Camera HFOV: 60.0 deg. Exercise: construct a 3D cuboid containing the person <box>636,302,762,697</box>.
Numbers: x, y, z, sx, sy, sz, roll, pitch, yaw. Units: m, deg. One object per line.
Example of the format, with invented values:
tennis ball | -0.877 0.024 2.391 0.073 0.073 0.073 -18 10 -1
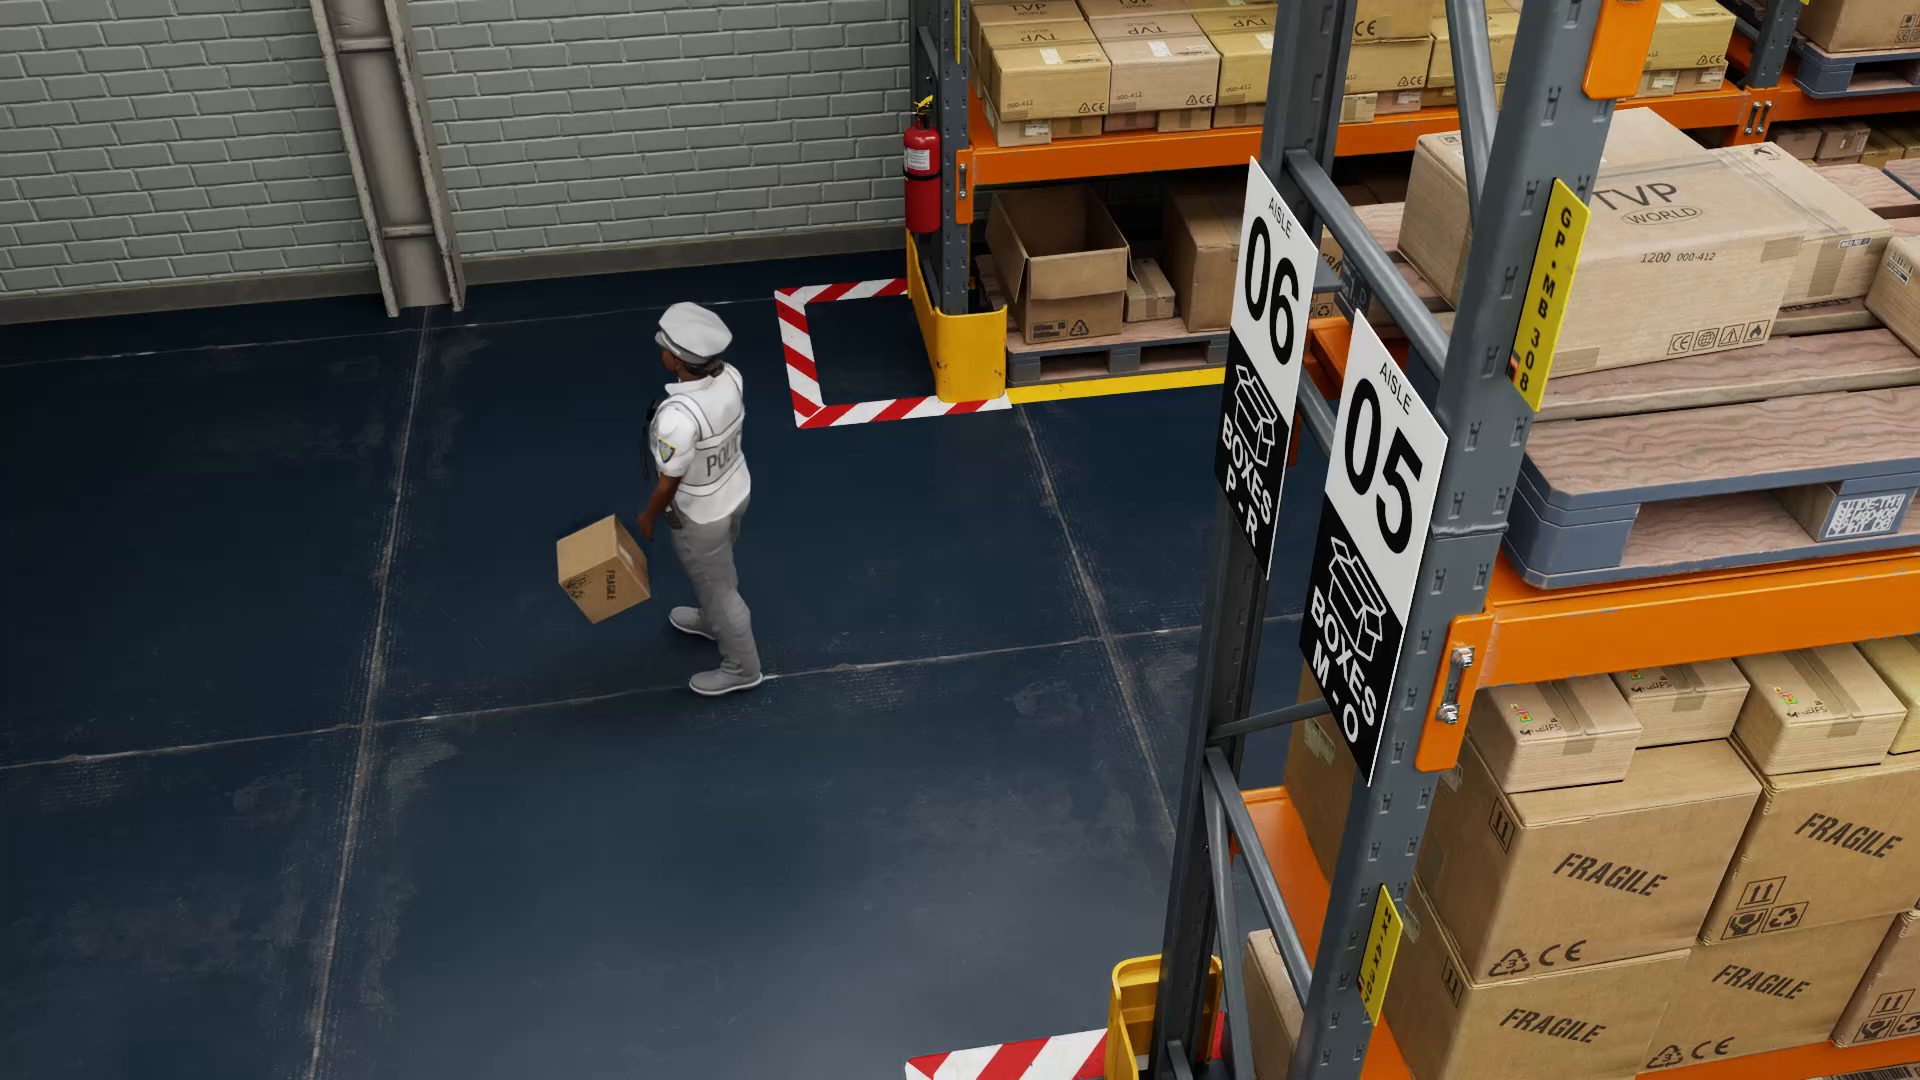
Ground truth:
person | -1.033 -0.165 6.323 0.539 1.687 0.524 14 41 17
